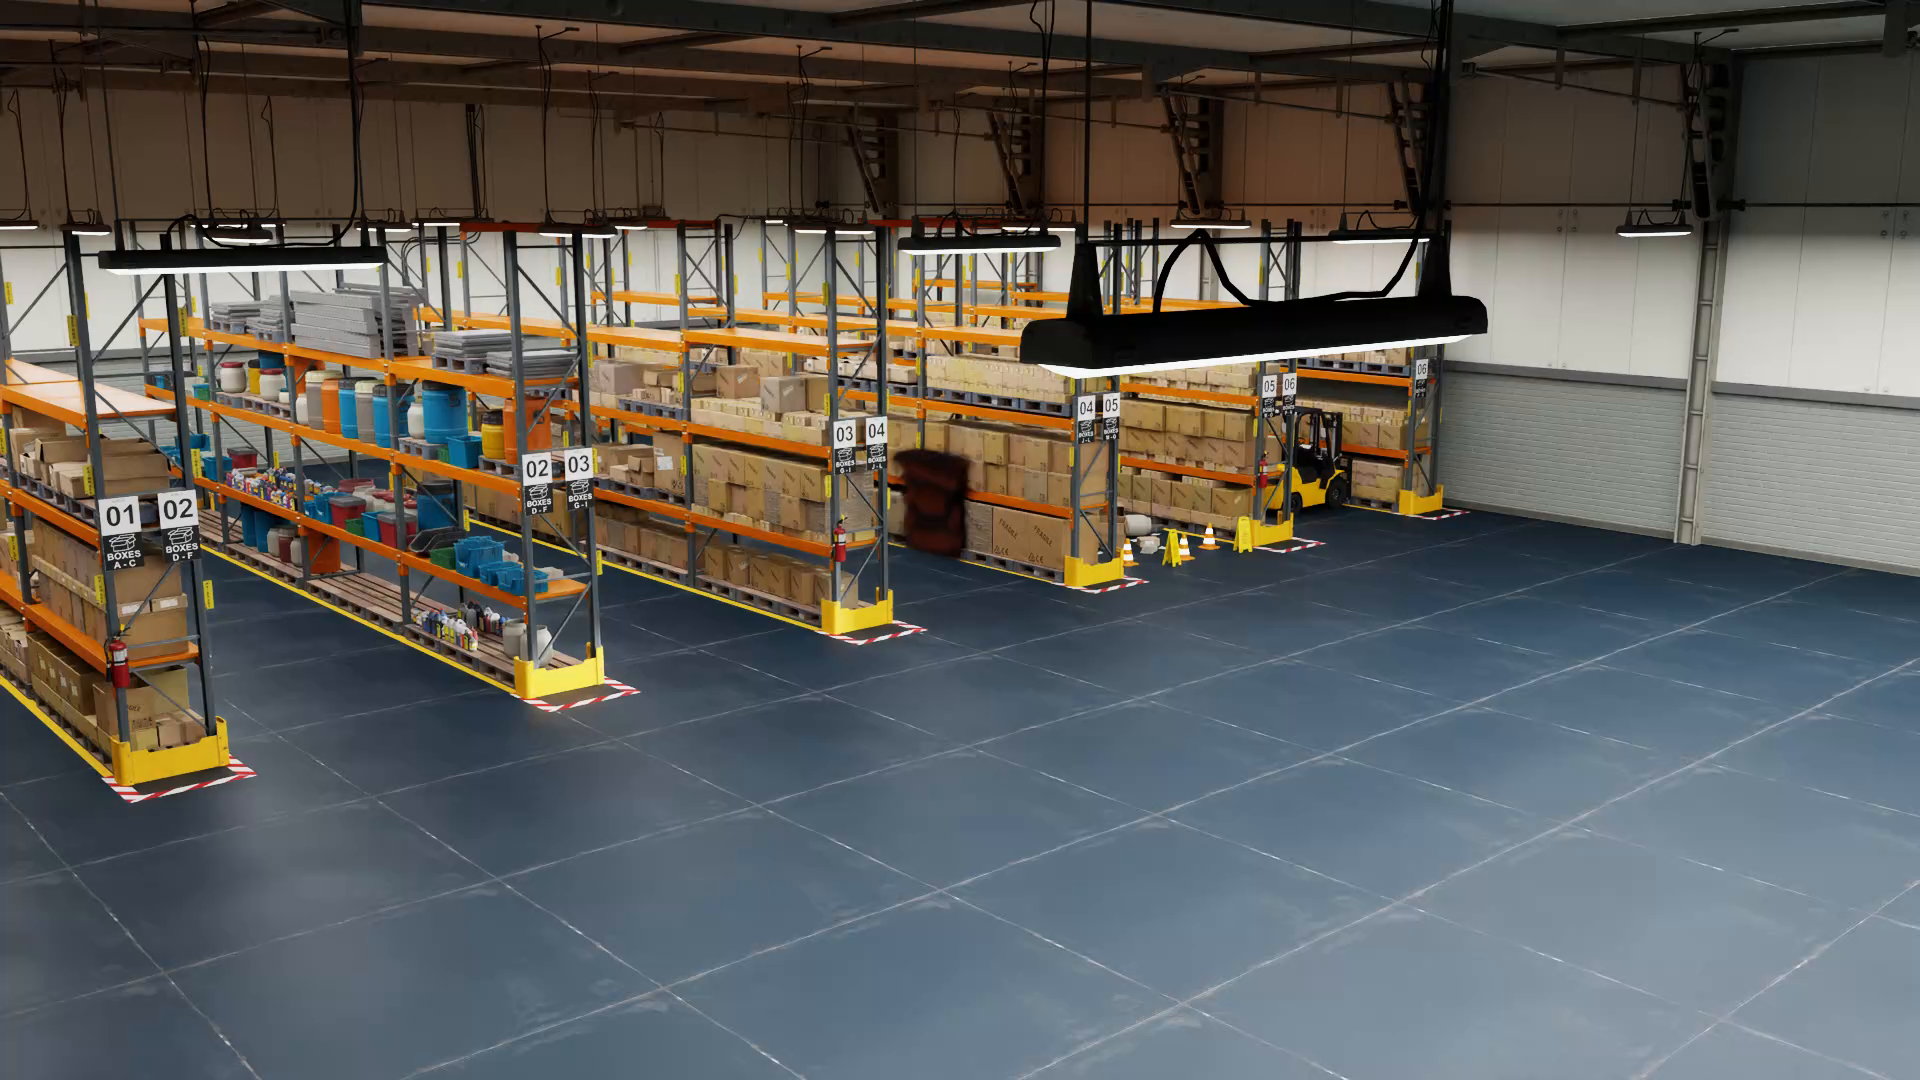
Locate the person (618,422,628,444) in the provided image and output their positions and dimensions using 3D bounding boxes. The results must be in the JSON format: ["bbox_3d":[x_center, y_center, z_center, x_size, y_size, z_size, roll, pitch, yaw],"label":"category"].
[{"bbox_3d":[-7.453,-1.790,36.607,0.473,1.630,1.014,-8,14,-36],"label":"person"}]
